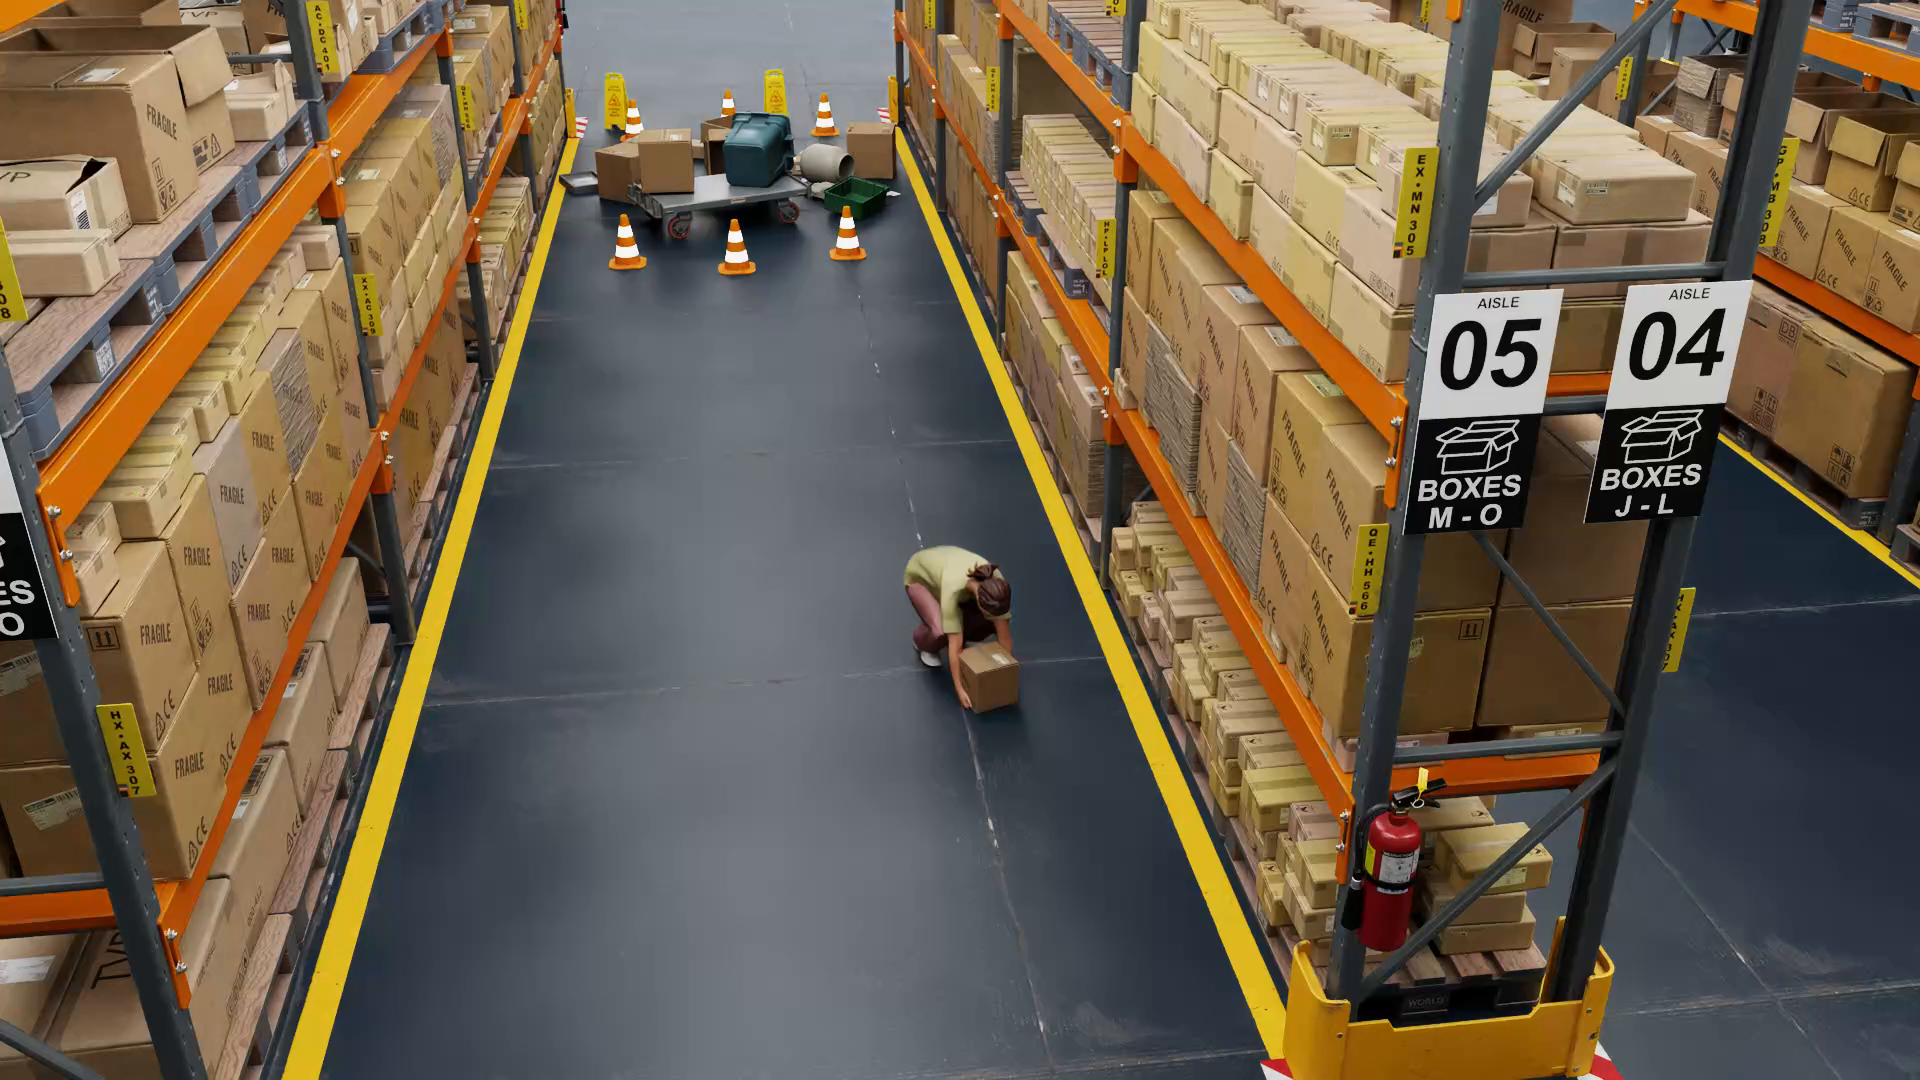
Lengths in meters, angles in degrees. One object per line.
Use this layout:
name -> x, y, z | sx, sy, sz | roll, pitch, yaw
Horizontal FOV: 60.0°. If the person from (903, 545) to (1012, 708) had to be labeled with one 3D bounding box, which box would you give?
person -> 0.019, 0.396, 8.962 | 0.467, 0.760, 0.864 | -14, 30, -25
